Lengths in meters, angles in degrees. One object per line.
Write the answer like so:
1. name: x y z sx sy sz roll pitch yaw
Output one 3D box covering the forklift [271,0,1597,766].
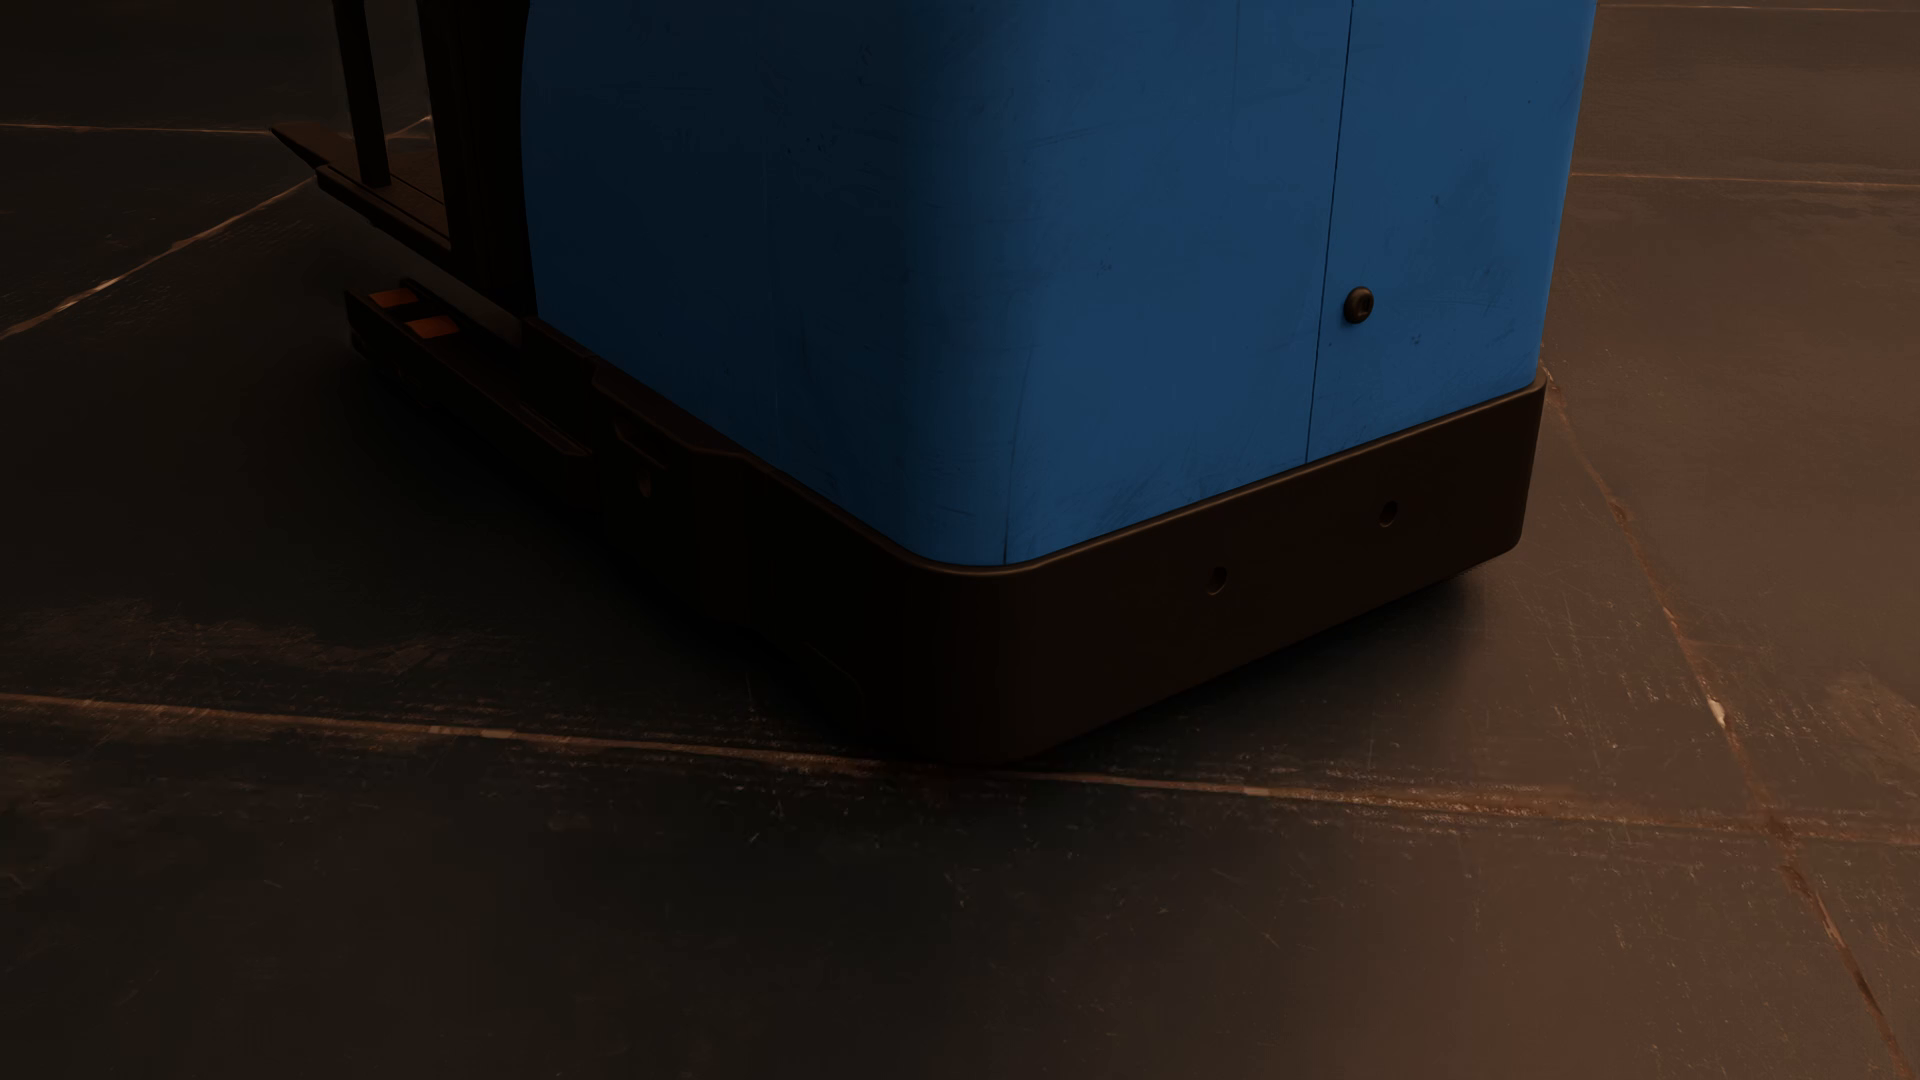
1. forklift: -0.484 -1.660 2.544 1.130 2.935 3.031 -18 32 -32
